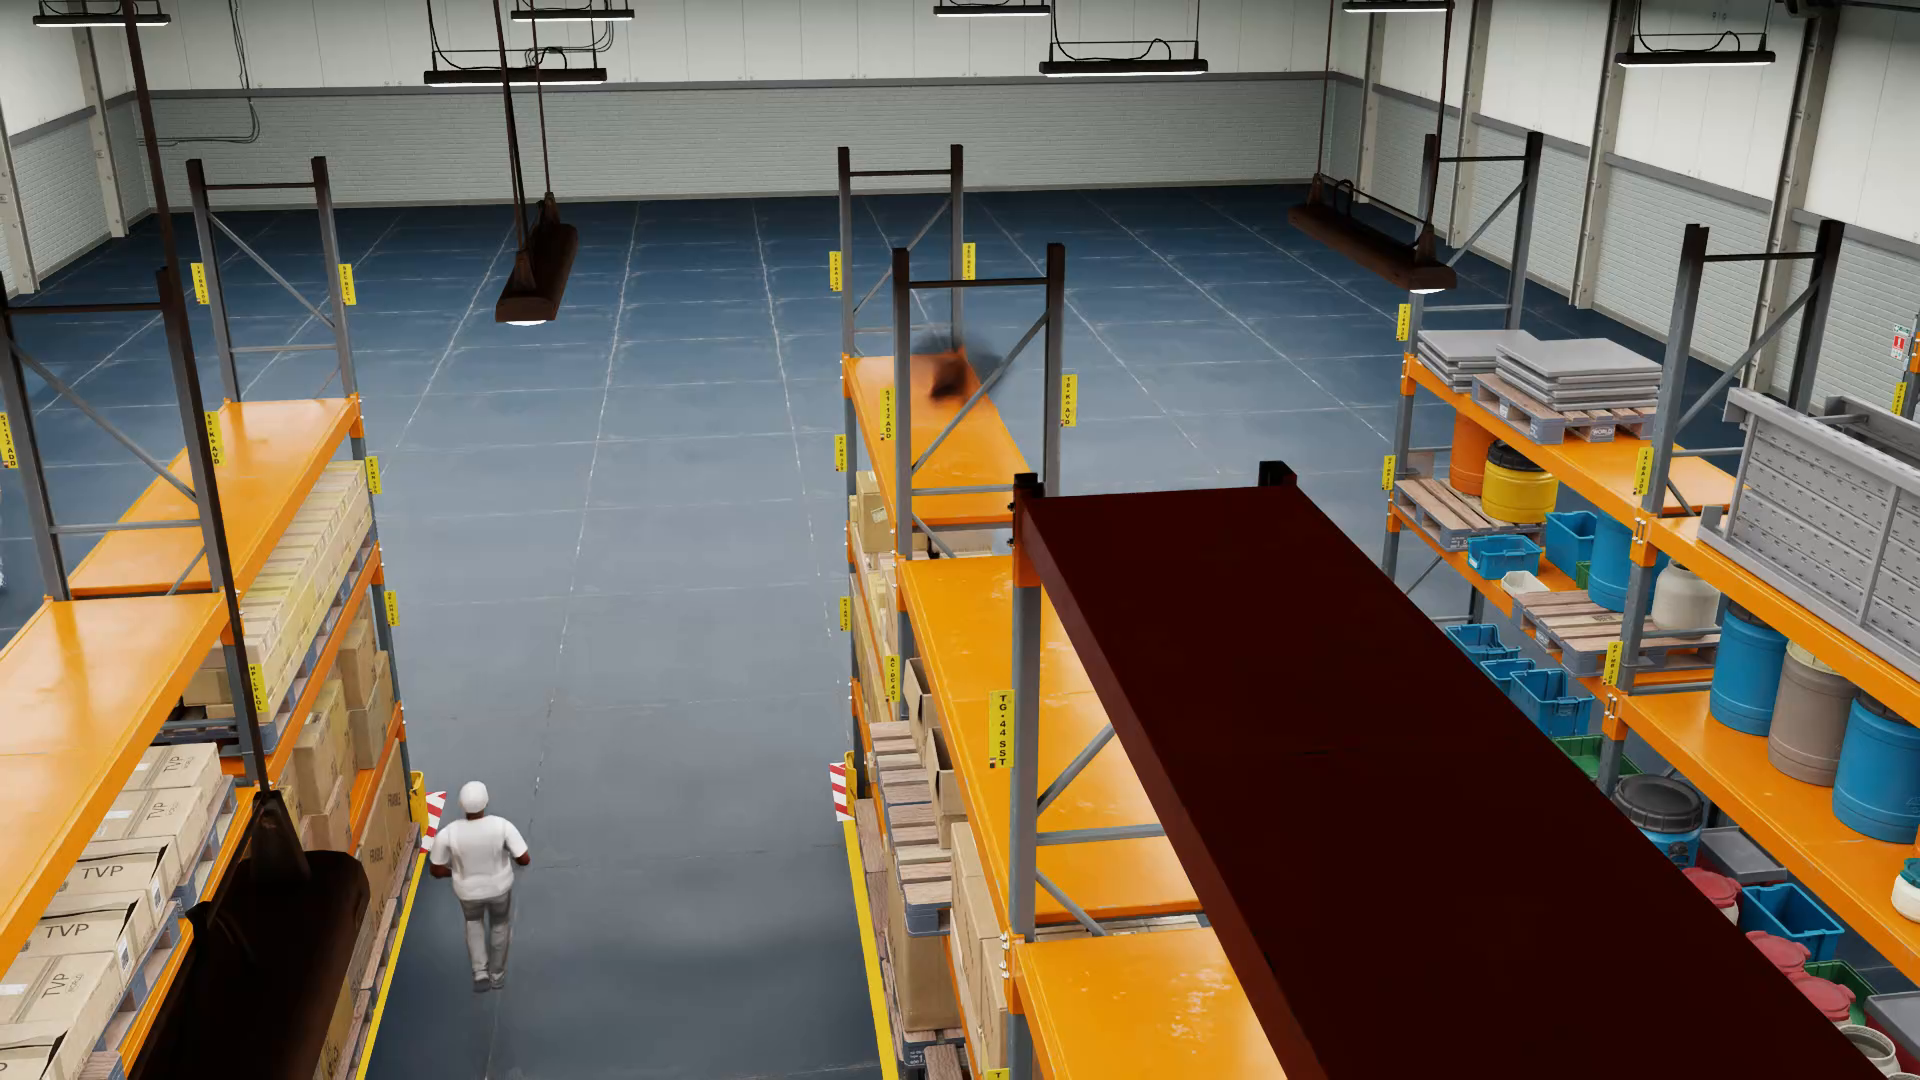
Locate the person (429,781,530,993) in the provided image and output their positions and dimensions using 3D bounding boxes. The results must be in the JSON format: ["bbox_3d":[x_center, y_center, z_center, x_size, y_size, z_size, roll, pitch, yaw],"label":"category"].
[{"bbox_3d":[-3.482,2.517,12.161,0.696,1.735,0.558,-5,22,-12],"label":"person"}]
